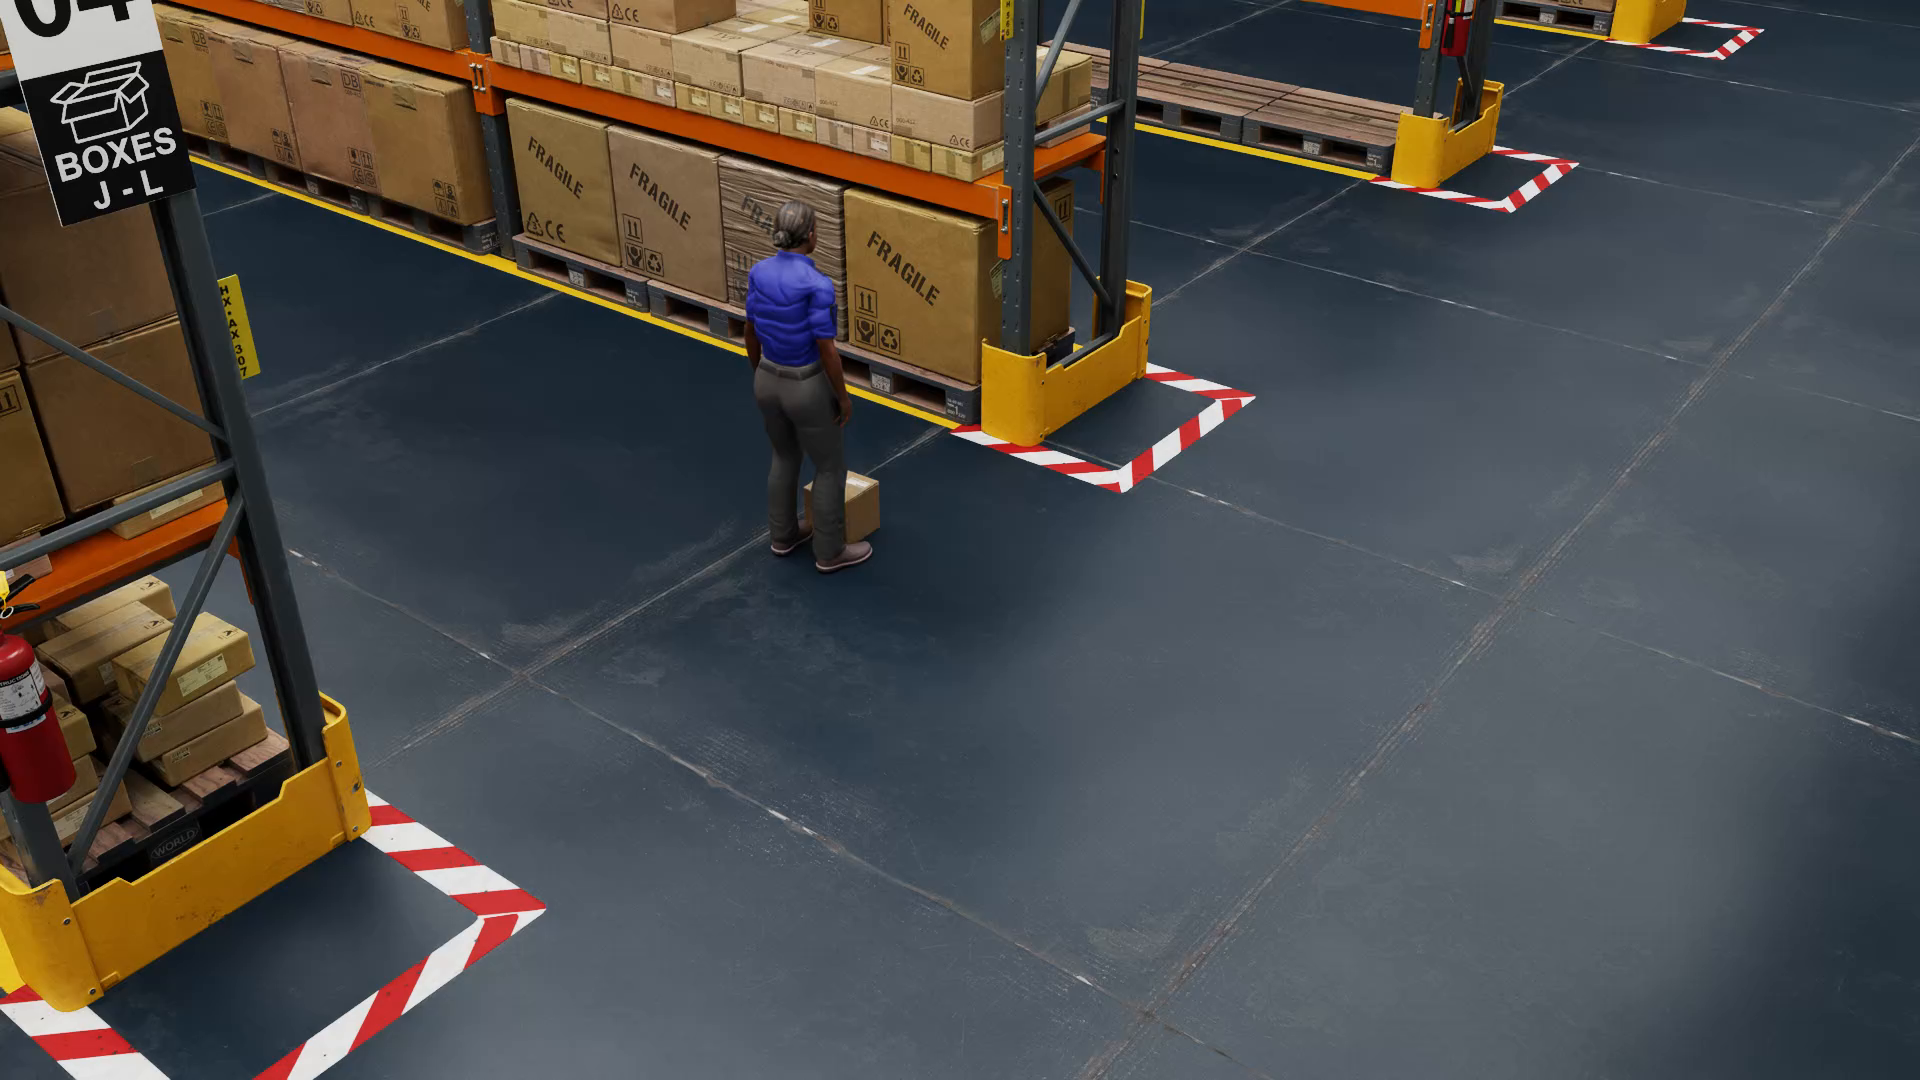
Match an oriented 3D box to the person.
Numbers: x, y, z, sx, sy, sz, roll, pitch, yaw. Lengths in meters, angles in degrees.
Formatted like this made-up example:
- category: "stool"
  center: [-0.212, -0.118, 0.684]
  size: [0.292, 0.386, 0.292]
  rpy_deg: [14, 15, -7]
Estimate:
- category: "person"
  center: [-0.686, -0.655, 7.224]
  size: [0.532, 1.655, 0.349]
  rpy_deg: [19, 36, 29]
